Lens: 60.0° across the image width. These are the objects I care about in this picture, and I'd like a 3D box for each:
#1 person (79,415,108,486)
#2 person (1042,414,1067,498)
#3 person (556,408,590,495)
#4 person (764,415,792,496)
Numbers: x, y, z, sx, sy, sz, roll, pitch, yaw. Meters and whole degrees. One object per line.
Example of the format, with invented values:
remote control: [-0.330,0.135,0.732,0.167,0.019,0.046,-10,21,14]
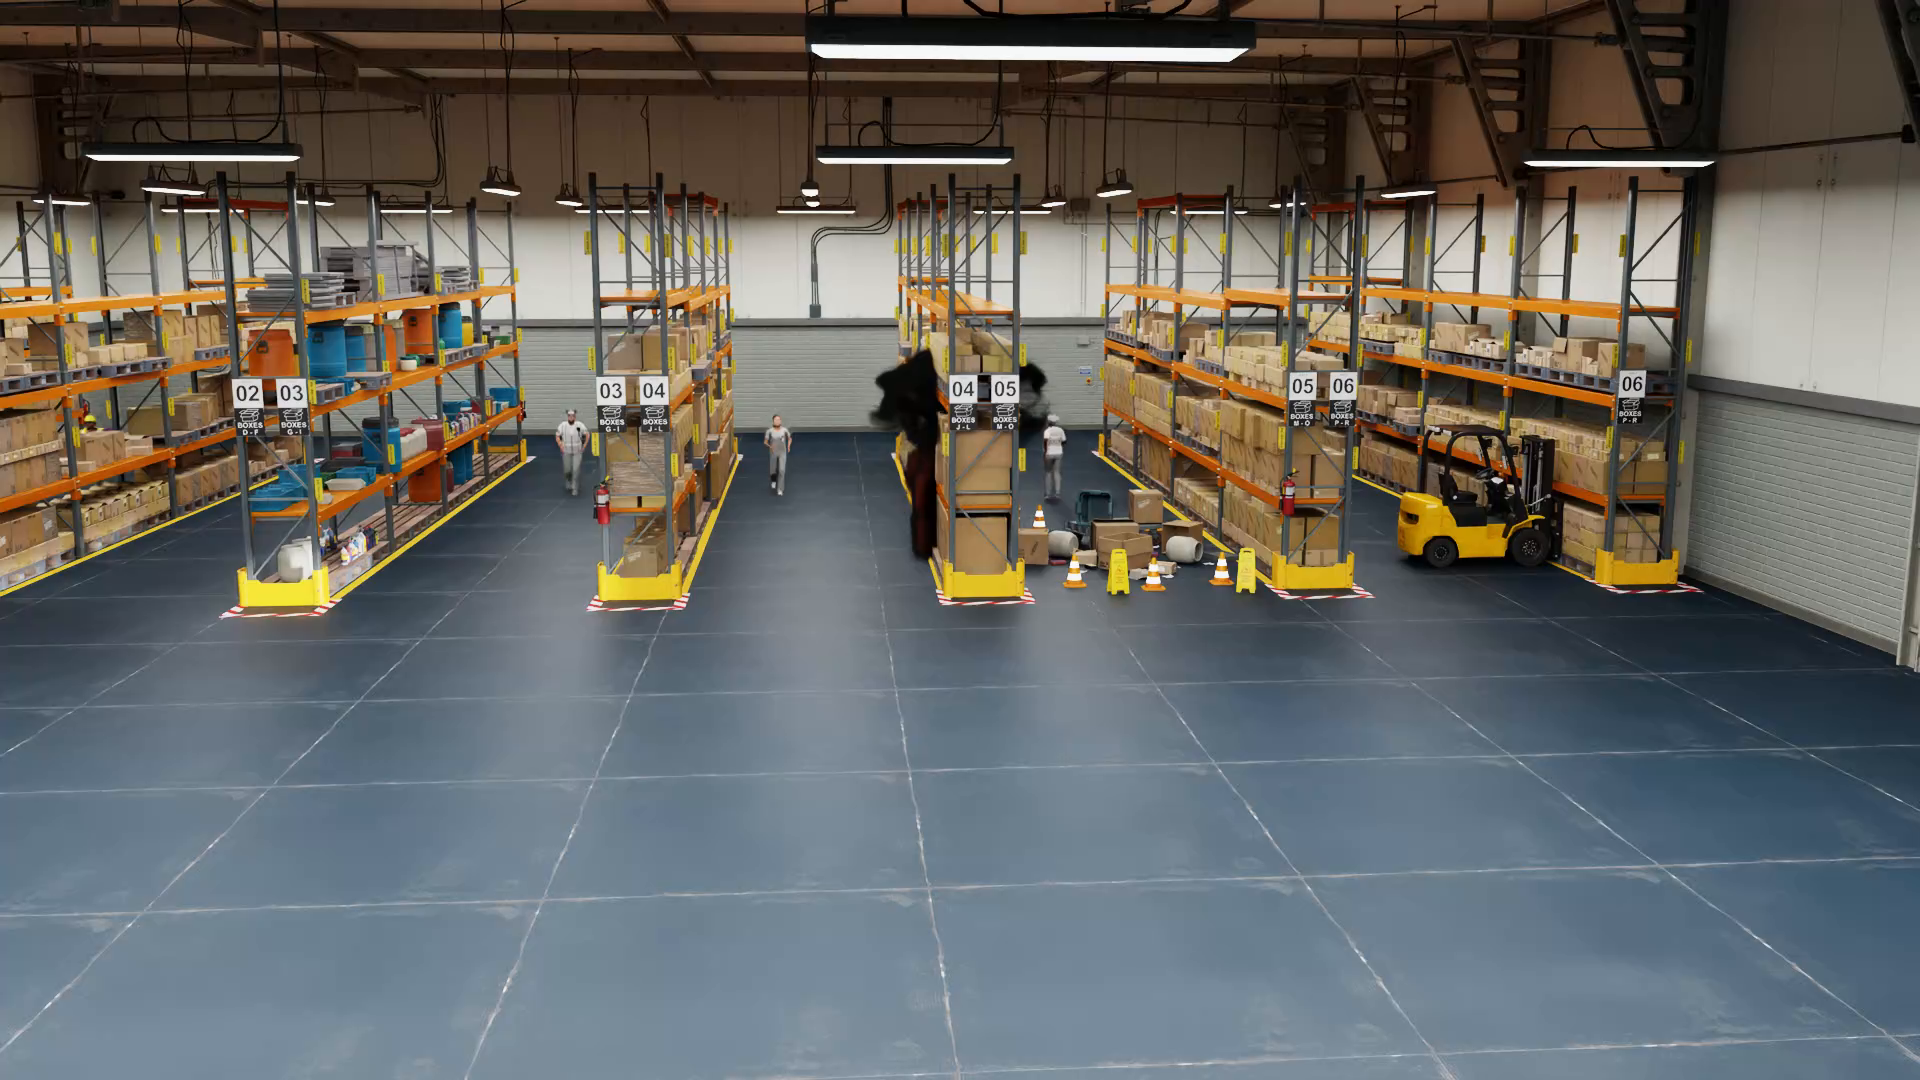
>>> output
person: [-17.025,-1.603,32.752,0.685,1.745,0.900,-2,10,-10]
person: [1.881,-1.636,33.128,0.555,1.747,0.816,-2,10,-11]
person: [-7.916,-1.827,34.064,0.685,1.764,0.631,-2,10,-10]
person: [-3.696,-1.743,33.869,0.574,1.628,0.758,-2,10,-9]
